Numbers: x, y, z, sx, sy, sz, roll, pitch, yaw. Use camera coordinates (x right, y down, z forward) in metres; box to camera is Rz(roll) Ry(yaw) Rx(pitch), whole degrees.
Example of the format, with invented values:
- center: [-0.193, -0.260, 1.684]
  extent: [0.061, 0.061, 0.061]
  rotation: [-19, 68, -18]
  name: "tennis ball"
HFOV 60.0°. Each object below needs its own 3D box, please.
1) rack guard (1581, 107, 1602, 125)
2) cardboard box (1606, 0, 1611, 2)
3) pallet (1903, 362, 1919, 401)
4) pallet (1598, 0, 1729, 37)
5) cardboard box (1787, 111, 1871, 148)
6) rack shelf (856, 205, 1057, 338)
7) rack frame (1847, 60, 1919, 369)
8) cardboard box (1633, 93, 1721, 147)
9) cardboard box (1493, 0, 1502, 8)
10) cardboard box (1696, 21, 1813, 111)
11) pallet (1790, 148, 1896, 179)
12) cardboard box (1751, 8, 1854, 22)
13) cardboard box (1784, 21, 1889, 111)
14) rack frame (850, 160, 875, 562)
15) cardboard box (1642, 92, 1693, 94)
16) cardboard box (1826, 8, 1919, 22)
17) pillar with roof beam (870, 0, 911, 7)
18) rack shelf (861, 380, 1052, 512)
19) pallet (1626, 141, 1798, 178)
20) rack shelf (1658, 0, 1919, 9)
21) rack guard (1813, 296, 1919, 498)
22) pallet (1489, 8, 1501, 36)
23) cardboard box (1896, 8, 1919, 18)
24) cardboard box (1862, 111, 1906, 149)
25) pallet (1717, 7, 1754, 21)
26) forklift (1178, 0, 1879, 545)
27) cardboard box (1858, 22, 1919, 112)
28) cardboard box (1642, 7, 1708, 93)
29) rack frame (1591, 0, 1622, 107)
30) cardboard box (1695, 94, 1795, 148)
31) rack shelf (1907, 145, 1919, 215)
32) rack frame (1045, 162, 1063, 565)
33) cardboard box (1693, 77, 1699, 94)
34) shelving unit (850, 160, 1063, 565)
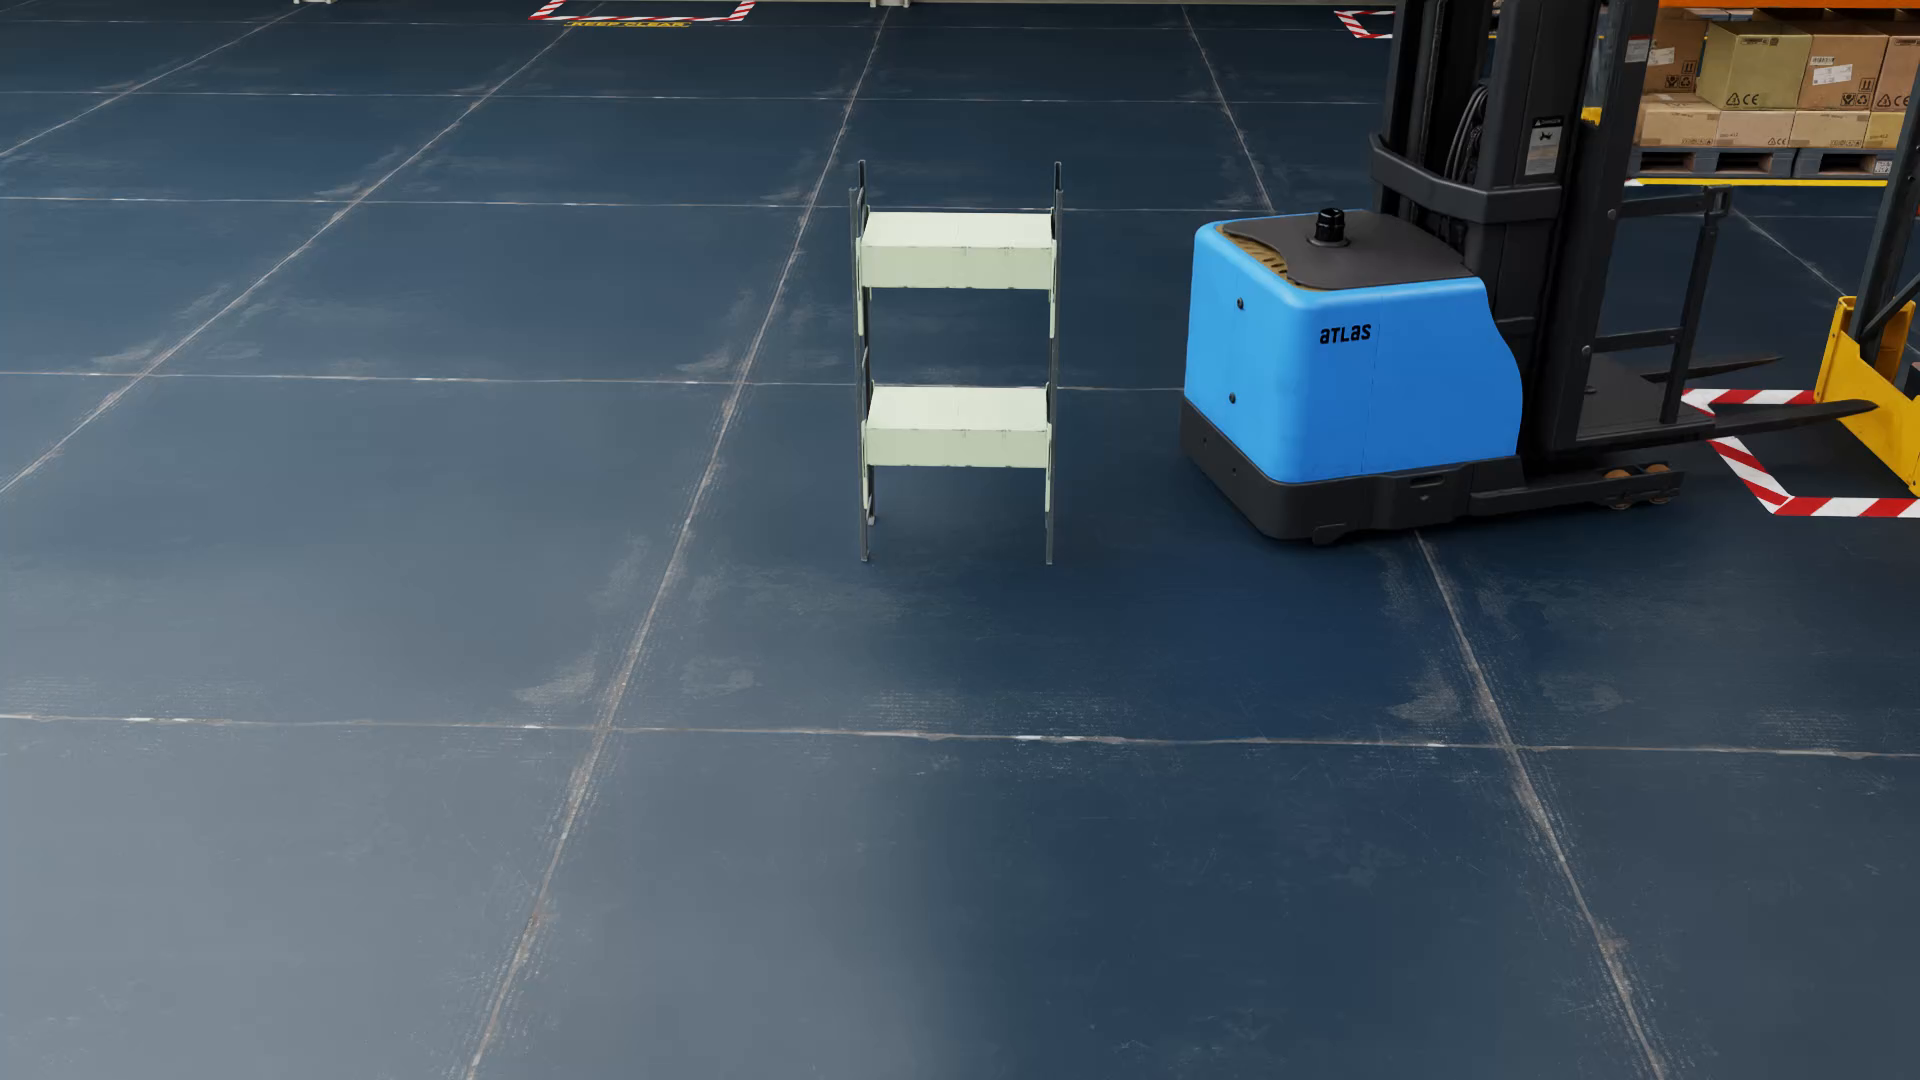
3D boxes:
- center: [4.354, -2.951, 11.784]
  extent: [0.348, 0.500, 1.175]
  rotation: [1, 28, 2]
  name: "rack guard"
- center: [6.539, -5.366, 15.868]
  extent: [0.500, 0.500, 0.700]
  rotation: [-1, 28, -1]
  name: "cardboard box"
- center: [5.089, -0.510, 7.486]
  extent: [1.213, 0.211, 1.003]
  rotation: [1, 28, 2]
  name: "pallet"
- center: [6.652, -5.089, 16.125]
  extent: [1.213, 0.211, 1.003]
  rotation: [1, 28, 2]
  name: "pallet"
- center: [5.906, -2.898, 11.502]
  extent: [0.500, 0.250, 0.500]
  rotation: [1, 28, 2]
  name: "cardboard box"
- center: [-0.007, -1.008, 6.216]
  extent: [0.720, 0.370, 0.431]
  rotation: [1, 28, 2]
  name: "rack shelf"
- center: [4.200, -1.737, 6.824]
  extent: [0.127, 3.000, 1.000]
  rotation: [1, 28, 2]
  name: "rack frame"
- center: [4.907, -2.913, 11.530]
  extent: [0.500, 0.250, 0.500]
  rotation: [1, 28, 2]
  name: "cardboard box"
- center: [5.238, -5.327, 15.997]
  extent: [0.500, 0.311, 0.500]
  rotation: [-2, 28, -4]
  name: "cardboard box"
- center: [5.406, -3.237, 11.341]
  extent: [0.500, 0.500, 0.500]
  rotation: [1, 28, 2]
  name: "cardboard box"
- center: [6.360, -2.809, 11.823]
  extent: [1.213, 0.211, 1.003]
  rotation: [1, 28, 2]
  name: "pallet"
- center: [5.925, -3.478, 11.795]
  extent: [0.500, 0.500, 0.500]
  rotation: [1, 28, 2]
  name: "cardboard box"
- center: [5.906, -3.235, 11.336]
  extent: [0.500, 0.500, 0.500]
  rotation: [1, 28, 2]
  name: "cardboard box"
- center: [-0.372, -0.669, 6.410]
  extent: [0.023, 1.500, 0.400]
  rotation: [1, 28, 2]
  name: "rack frame"
- center: [4.925, -3.156, 11.987]
  extent: [0.500, 0.250, 0.500]
  rotation: [1, 28, 2]
  name: "cardboard box"
- center: [6.424, -3.469, 11.779]
  extent: [0.500, 0.500, 0.500]
  rotation: [1, 28, 2]
  name: "cardboard box"
- center: [-0.869, -7.502, 11.294]
  extent: [0.400, 9.000, 9.100]
  rotation: [1, 28, 2]
  name: "pillar with roof beam"
- center: [-0.007, -0.375, 6.552]
  extent: [0.720, 0.370, 0.431]
  rotation: [1, 28, 2]
  name: "rack shelf"
- center: [5.144, -2.830, 11.864]
  extent: [1.213, 0.211, 1.003]
  rotation: [1, 28, 2]
  name: "pallet"
- center: [6.377, -3.705, 11.304]
  extent: [4.000, 0.370, 1.077]
  rotation: [1, 28, 2]
  name: "rack shelf"
- center: [4.277, -0.653, 7.449]
  extent: [0.348, 0.500, 1.175]
  rotation: [1, 28, 2]
  name: "rack guard"
- center: [5.436, -5.111, 16.166]
  extent: [1.213, 0.211, 1.003]
  rotation: [1, 28, 2]
  name: "pallet"
- center: [6.924, -3.462, 11.765]
  extent: [0.500, 0.500, 0.500]
  rotation: [1, 28, 2]
  name: "cardboard box"
- center: [6.406, -2.888, 11.482]
  extent: [0.500, 0.250, 0.500]
  rotation: [1, 28, 2]
  name: "cardboard box"
- center: [7.875, -5.071, 16.090]
  extent: [1.213, 0.211, 1.003]
  rotation: [1, 28, 2]
  name: "pallet"
- center: [2.545, -1.651, 6.735]
  extent: [3.031, 2.935, 1.130]
  rotation: [-8, 29, -14]
  name: "forklift"
- center: [6.405, -3.218, 11.305]
  extent: [0.500, 0.500, 0.500]
  rotation: [1, 28, 2]
  name: "cardboard box"
- center: [4.925, -3.488, 11.814]
  extent: [0.500, 0.500, 0.500]
  rotation: [1, 28, 2]
  name: "cardboard box"
- center: [4.378, -4.055, 11.198]
  extent: [0.127, 3.000, 1.000]
  rotation: [1, 28, 2]
  name: "rack frame"
- center: [5.406, -2.907, 11.518]
  extent: [0.500, 0.250, 0.500]
  rotation: [1, 28, 2]
  name: "cardboard box"
- center: [6.199, -1.386, 6.930]
  extent: [4.000, 0.370, 1.077]
  rotation: [1, 28, 2]
  name: "rack shelf"
- center: [0.359, -0.657, 6.388]
  extent: [0.023, 1.500, 0.400]
  rotation: [1, 28, 2]
  name: "rack frame"
- center: [5.425, -3.153, 11.982]
  extent: [0.500, 0.250, 0.500]
  rotation: [1, 28, 2]
  name: "cardboard box"
- center: [-0.007, -0.663, 6.399]
  extent: [0.755, 1.500, 0.431]
  rotation: [1, 28, 2]
  name: "shelving unit"
